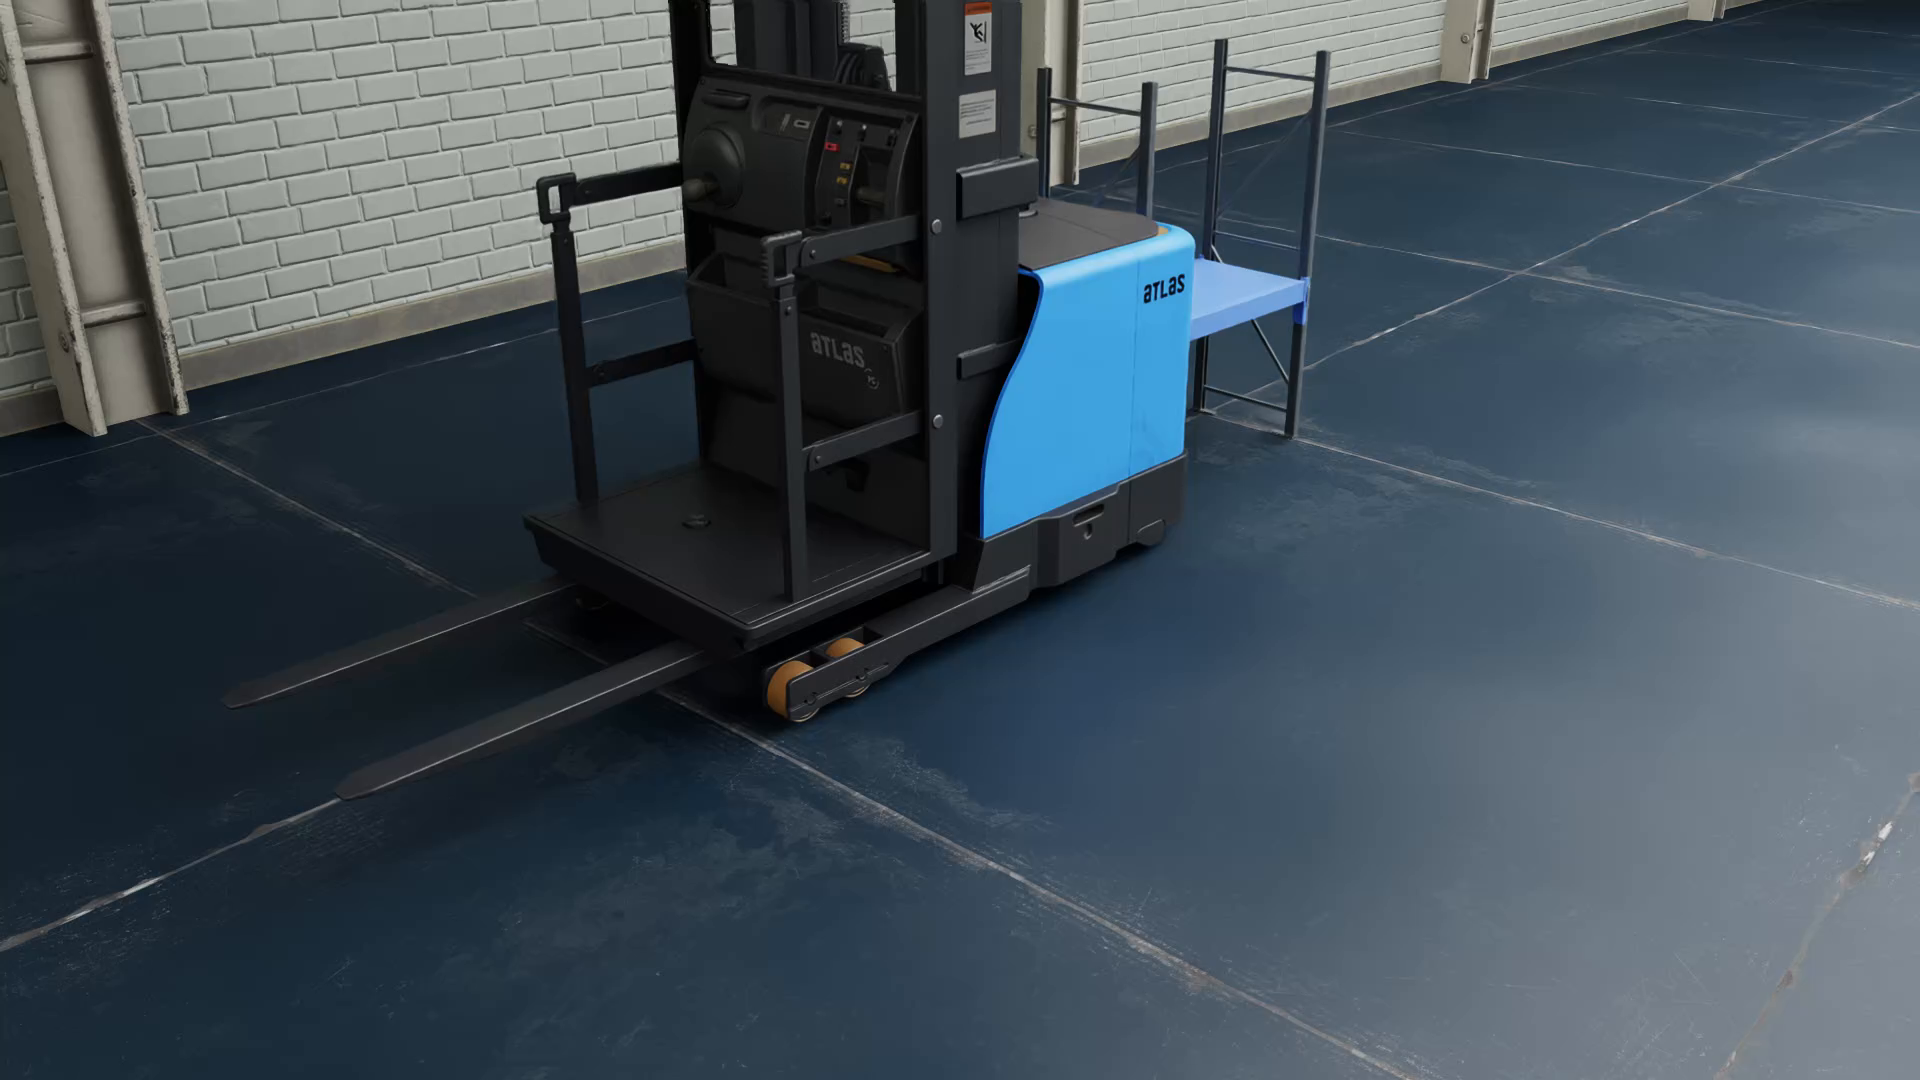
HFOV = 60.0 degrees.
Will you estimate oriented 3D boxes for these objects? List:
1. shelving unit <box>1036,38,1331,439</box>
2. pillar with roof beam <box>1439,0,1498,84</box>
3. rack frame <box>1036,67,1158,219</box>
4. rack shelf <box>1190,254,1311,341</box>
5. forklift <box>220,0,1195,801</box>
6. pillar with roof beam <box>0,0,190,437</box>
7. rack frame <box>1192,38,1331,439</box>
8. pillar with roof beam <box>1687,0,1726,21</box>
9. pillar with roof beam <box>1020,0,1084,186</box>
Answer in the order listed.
[{"bbox_3d":[0.809,-1.015,6.180,0.538,1.500,1.048,22,32,40],"label":"shelving unit"},{"bbox_3d":[7.755,-7.102,10.592,9.100,9.000,0.400,20,31,38],"label":"pillar with roof beam"},{"bbox_3d":[0.454,-0.866,5.848,0.500,1.500,0.032,22,32,40],"label":"rack frame"},{"bbox_3d":[0.809,-0.851,6.254,0.538,0.185,1.000,22,32,40],"label":"rack shelf"},{"bbox_3d":[-0.612,-1.069,4.552,1.130,2.935,3.031,22,32,40],"label":"forklift"},{"bbox_3d":[-0.254,-3.446,2.438,9.100,9.000,0.400,20,31,38],"label":"pillar with roof beam"},{"bbox_3d":[1.164,-1.164,6.512,0.500,1.500,0.032,22,32,40],"label":"rack frame"},{"bbox_3d":[11.760,-8.931,14.669,9.100,9.000,0.400,20,31,38],"label":"pillar with roof beam"},{"bbox_3d":[3.751,-5.274,6.515,9.100,9.000,0.400,20,31,38],"label":"pillar with roof beam"}]
